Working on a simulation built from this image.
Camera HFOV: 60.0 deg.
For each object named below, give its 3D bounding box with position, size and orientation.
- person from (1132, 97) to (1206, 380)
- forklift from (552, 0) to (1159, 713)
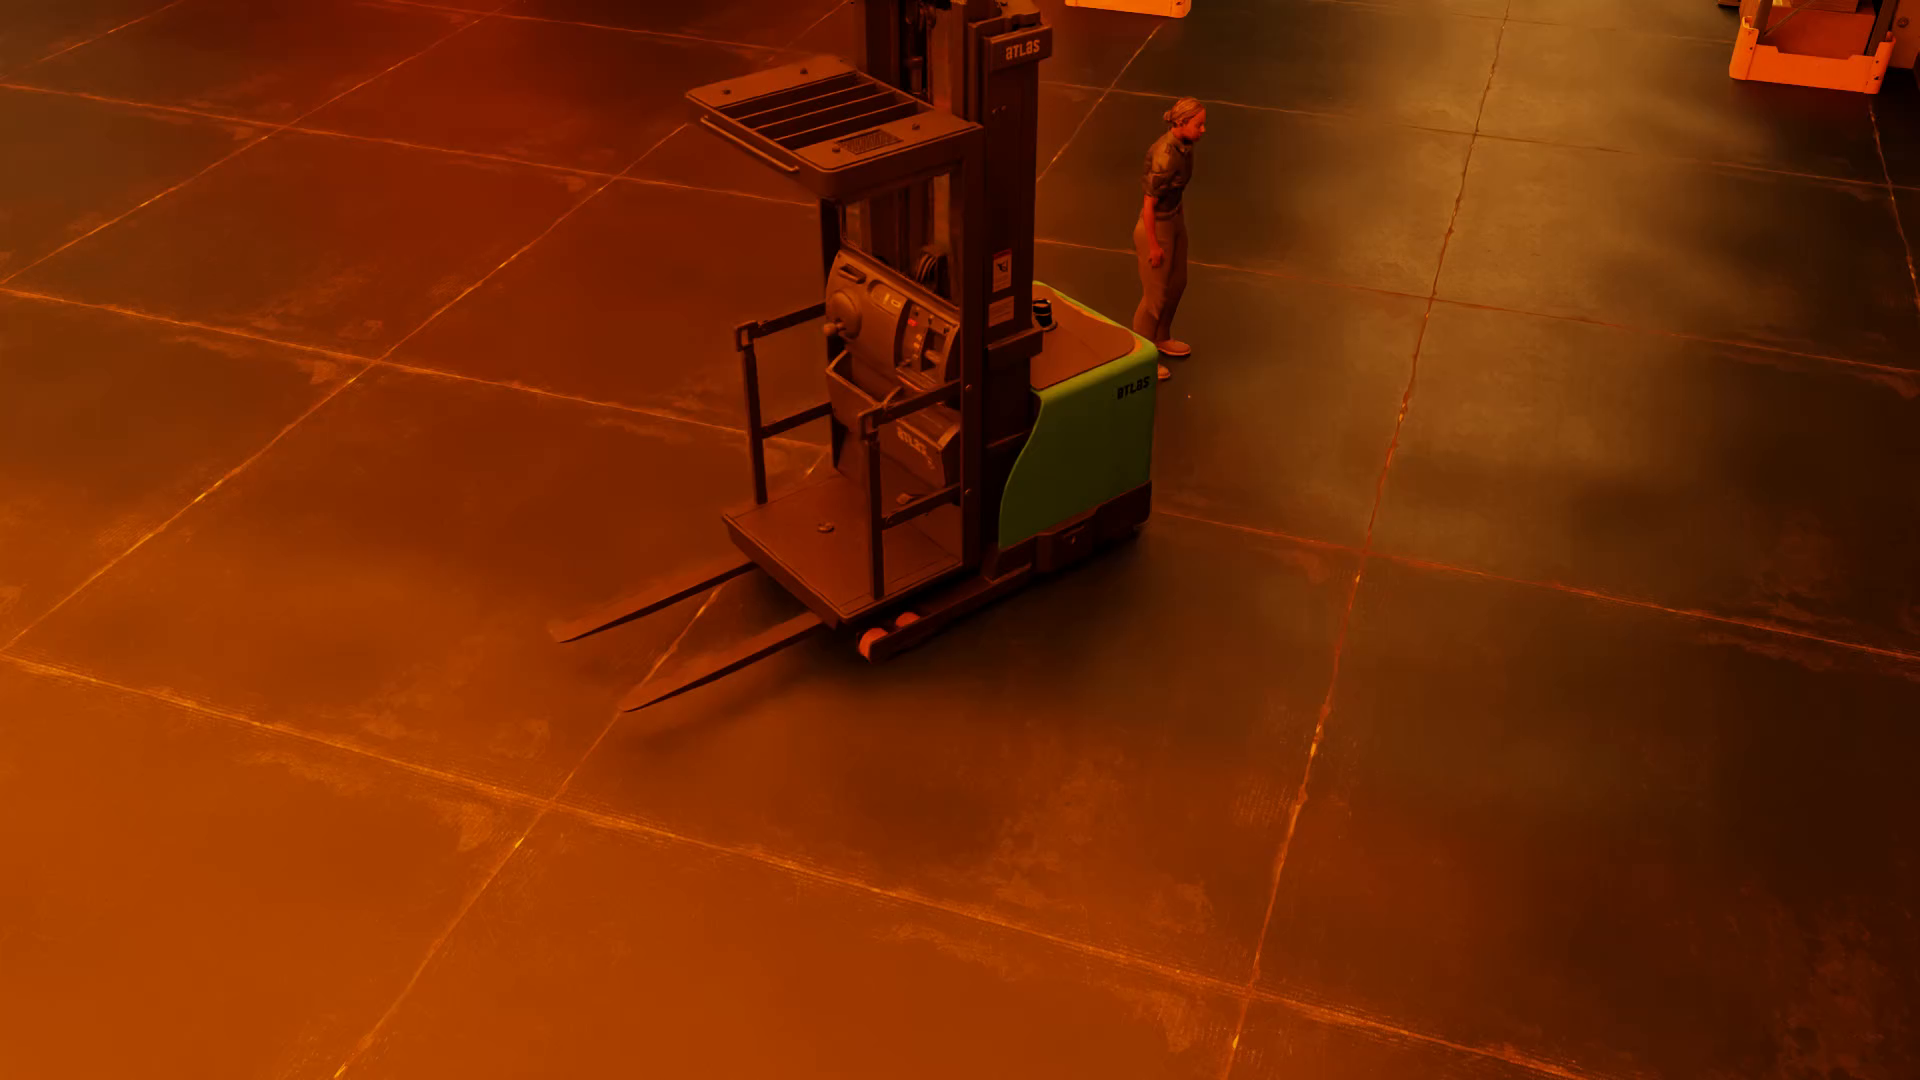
[{"bbox_3d":[1.207,-1.794,9.748,0.349,1.653,0.522,17,39,22],"label":"person"},{"bbox_3d":[-0.480,-0.962,7.468,3.031,2.935,1.130,-25,42,-30],"label":"forklift"}]
